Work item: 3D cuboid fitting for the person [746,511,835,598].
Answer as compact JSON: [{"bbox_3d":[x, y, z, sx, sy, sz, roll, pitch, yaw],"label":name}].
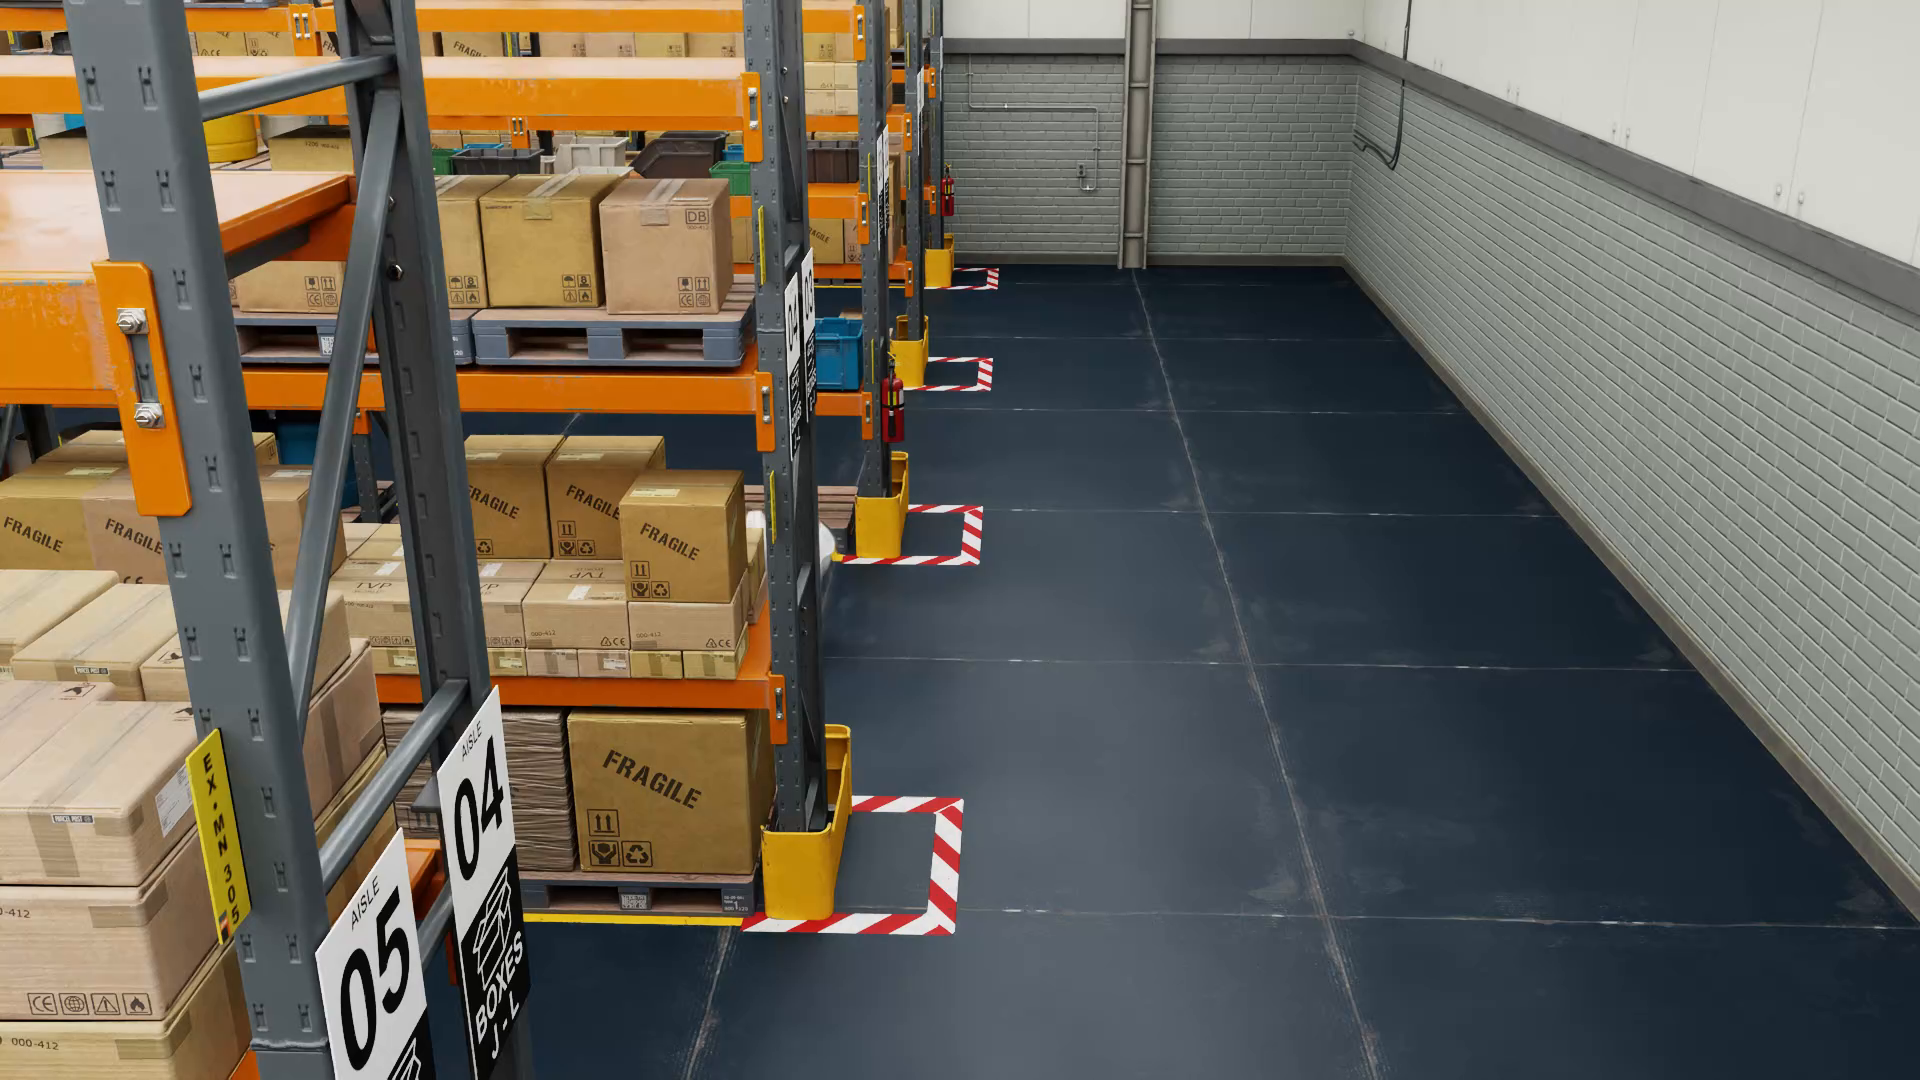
[{"bbox_3d":[-1.305,0.299,11.187,0.938,1.032,0.504,0,21,-1],"label":"person"}]
